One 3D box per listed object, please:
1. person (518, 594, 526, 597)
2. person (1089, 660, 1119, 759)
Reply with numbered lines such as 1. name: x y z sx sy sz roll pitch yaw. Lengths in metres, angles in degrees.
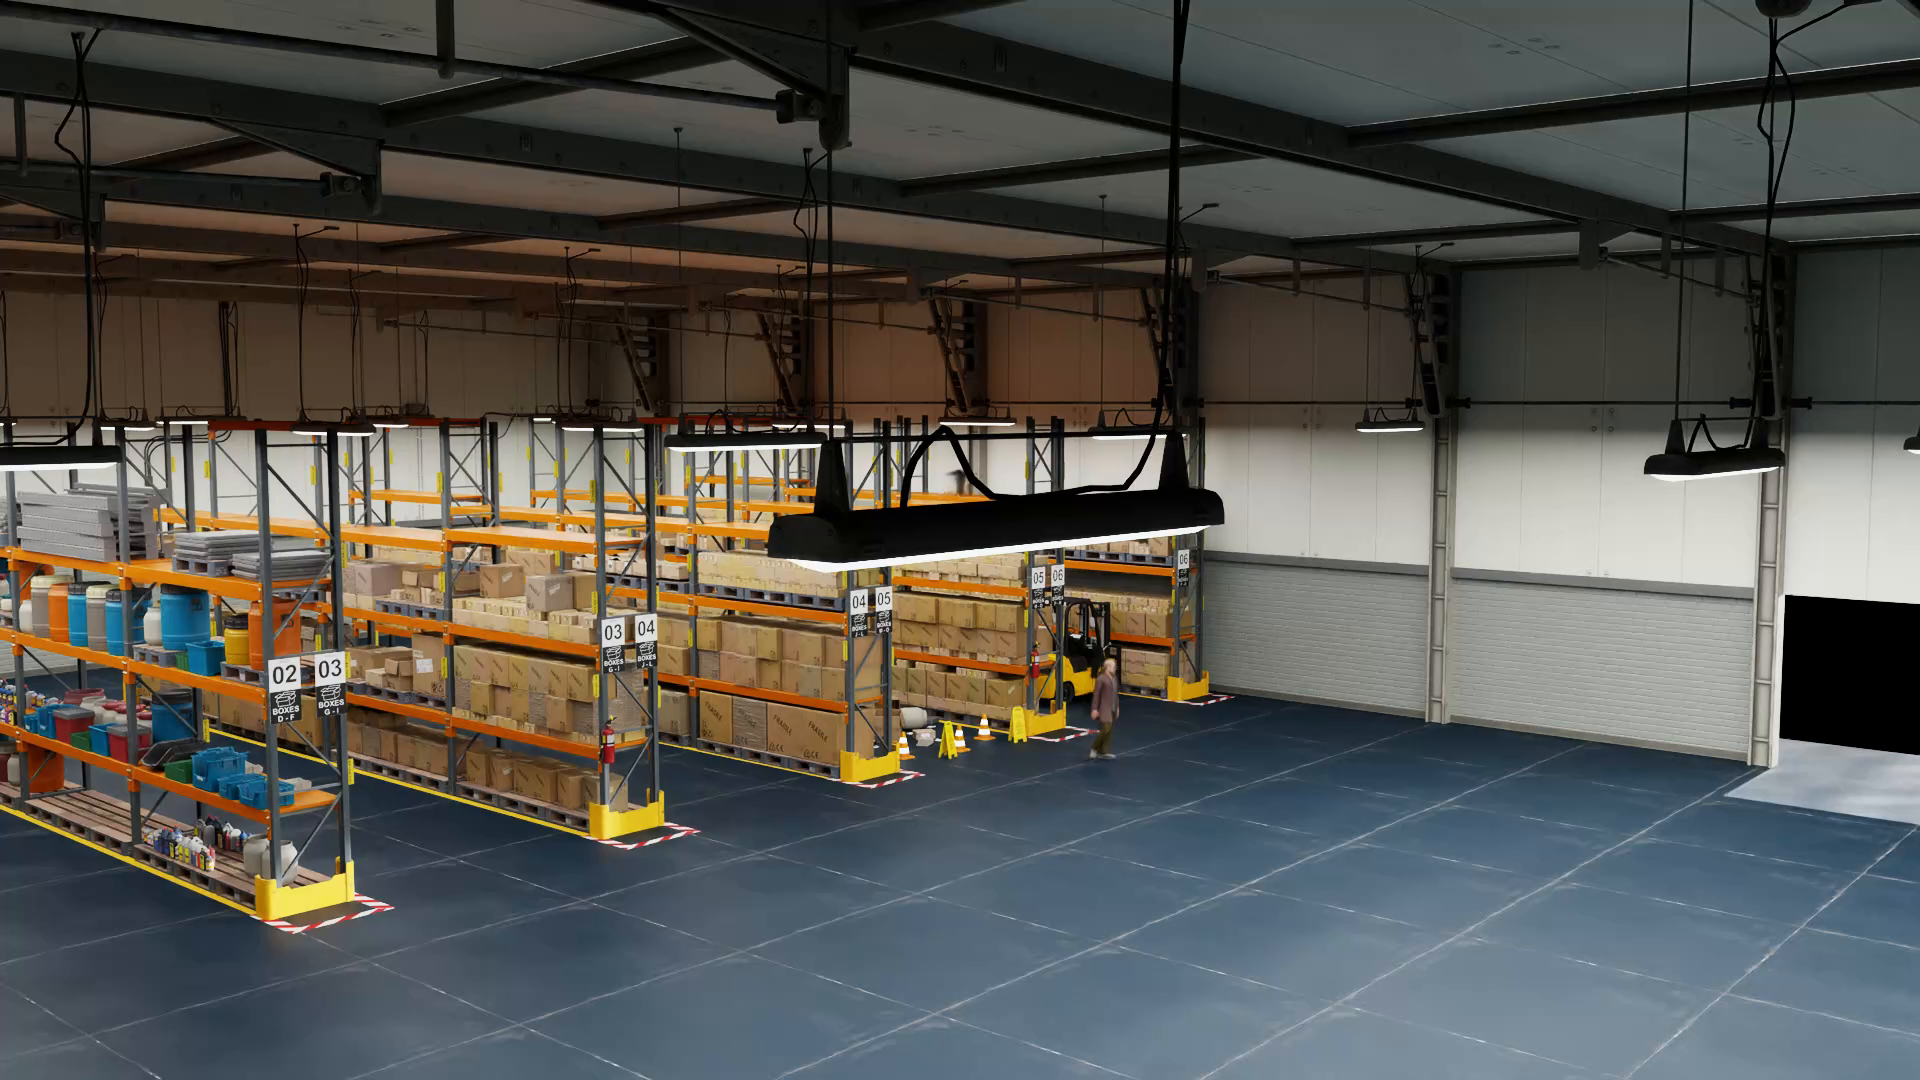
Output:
1. person: -11.331 1.938 43.063 0.558 1.661 0.955 3 6 32
2. person: 2.563 2.994 29.352 0.517 1.769 0.663 4 6 39
